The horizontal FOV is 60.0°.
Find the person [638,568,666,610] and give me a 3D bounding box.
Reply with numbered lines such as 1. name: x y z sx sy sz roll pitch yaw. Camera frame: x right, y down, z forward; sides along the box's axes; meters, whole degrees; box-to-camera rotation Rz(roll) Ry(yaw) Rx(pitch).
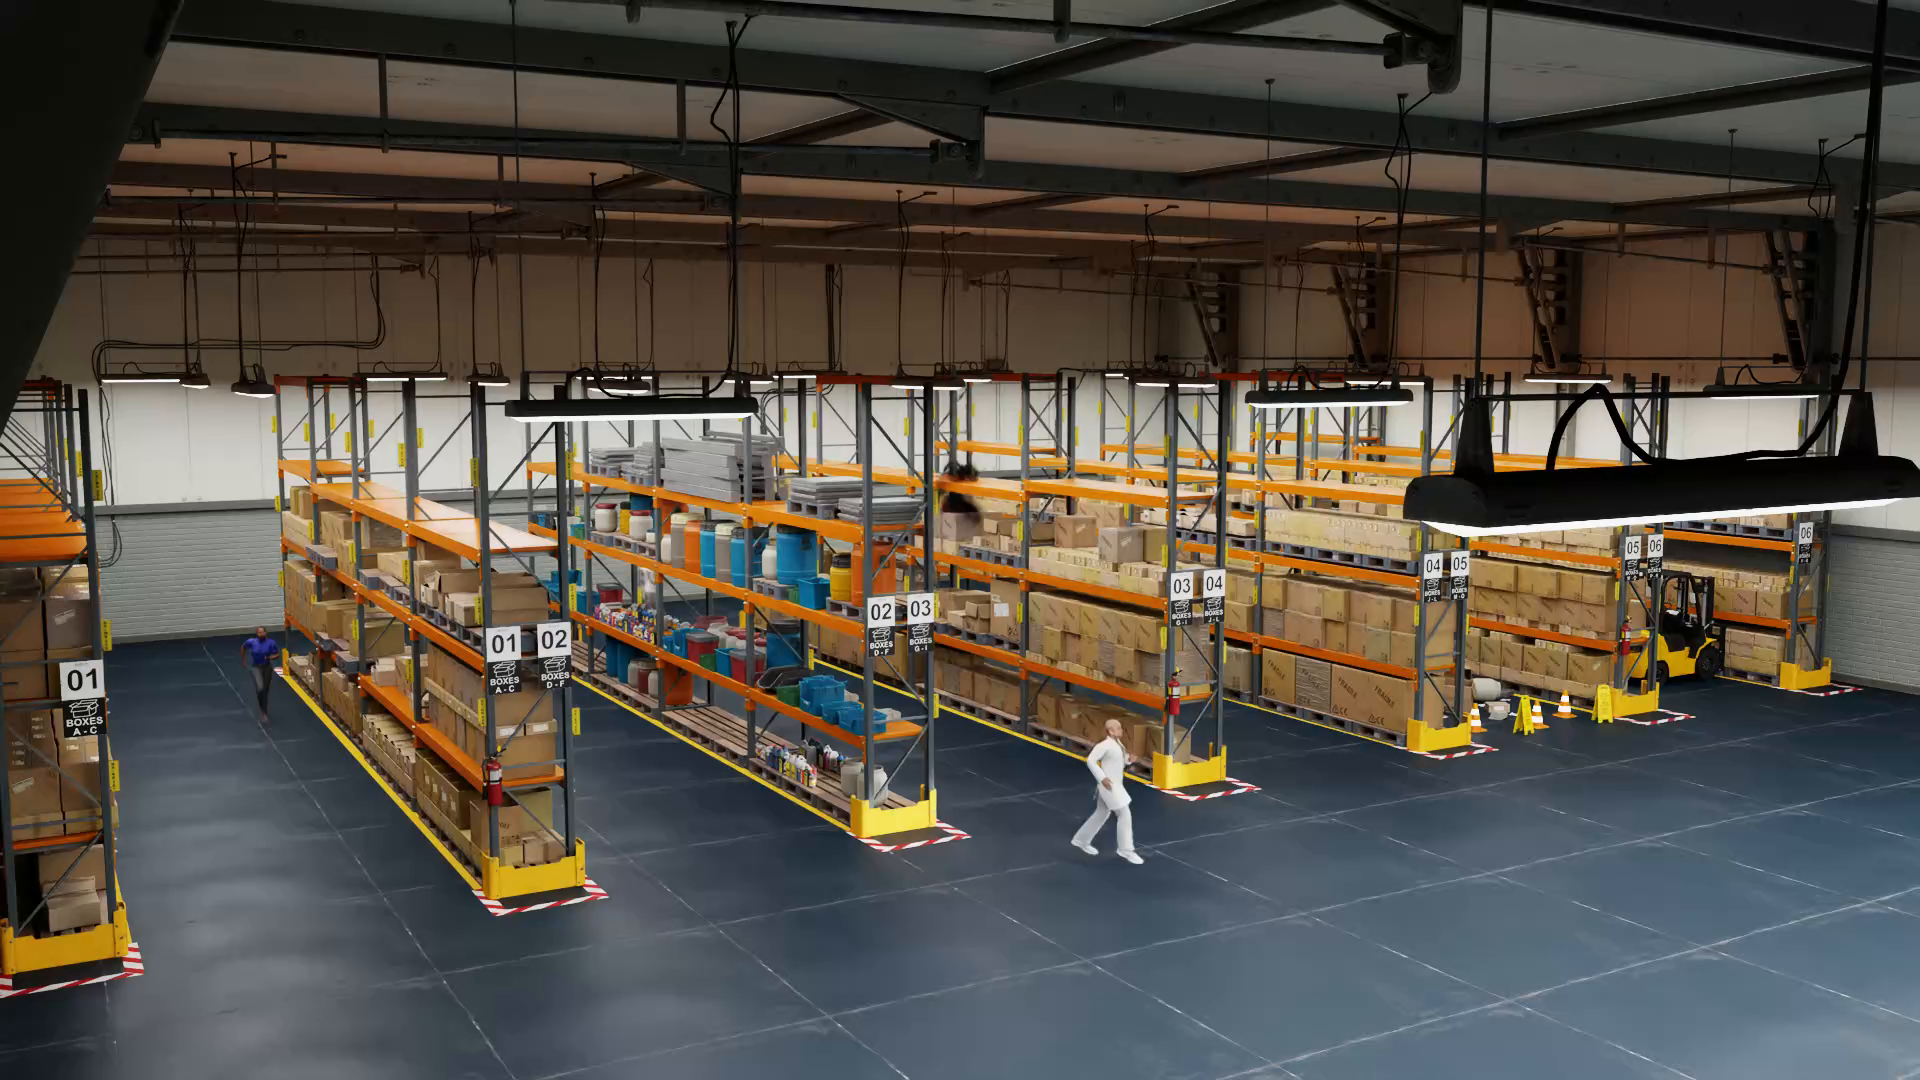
1. person: -7.161 1.231 38.561 0.911 1.807 0.667 -2 7 -20

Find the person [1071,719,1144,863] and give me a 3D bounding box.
1. person: 1.868 3.155 20.999 0.929 1.834 0.674 1 6 6

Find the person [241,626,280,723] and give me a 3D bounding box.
1. person: -12.279 2.329 29.233 0.599 1.698 0.833 -3 7 -28
